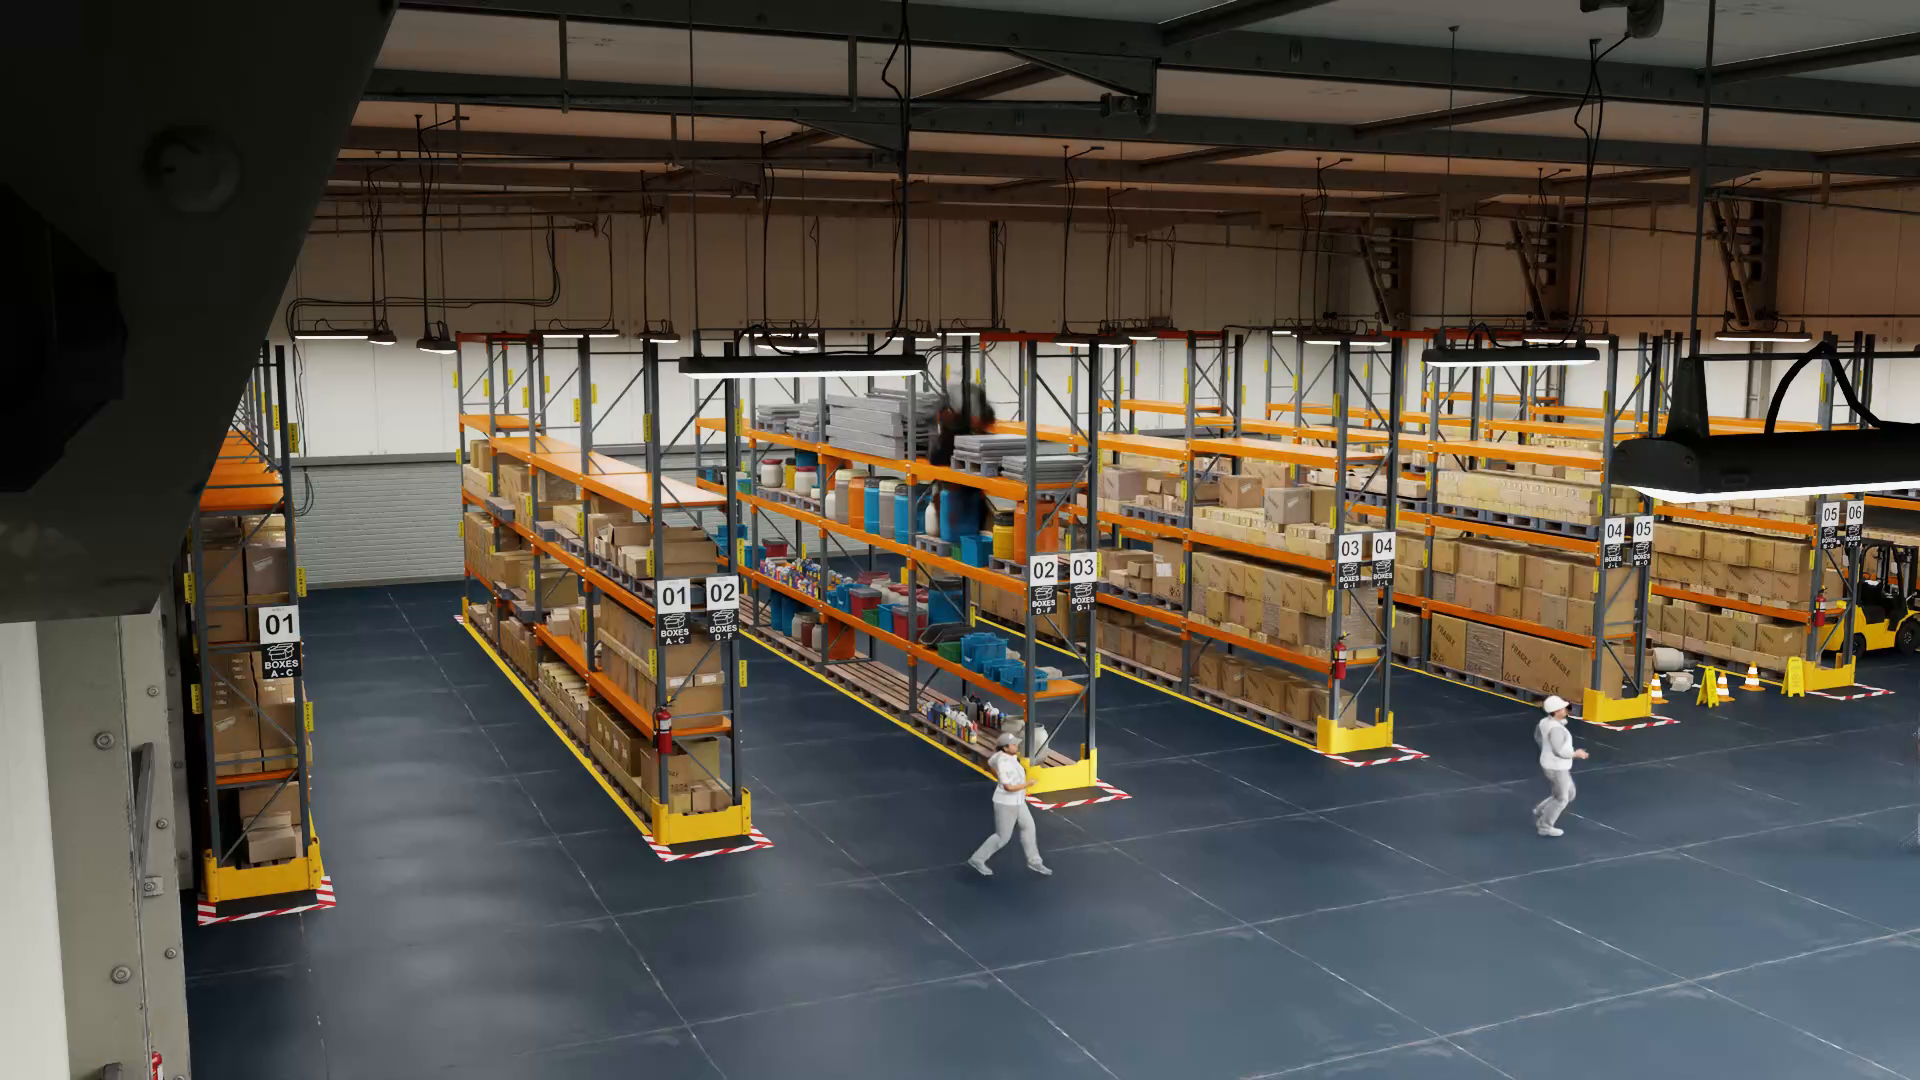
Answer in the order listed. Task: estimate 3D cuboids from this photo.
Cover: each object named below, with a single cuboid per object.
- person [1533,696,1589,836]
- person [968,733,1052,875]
[{"bbox_3d":[7.325,2.746,20.258,0.578,1.726,0.650,1,8,8],"label":"person"},{"bbox_3d":[0.573,2.987,18.776,0.940,1.670,0.609,1,8,7],"label":"person"}]
